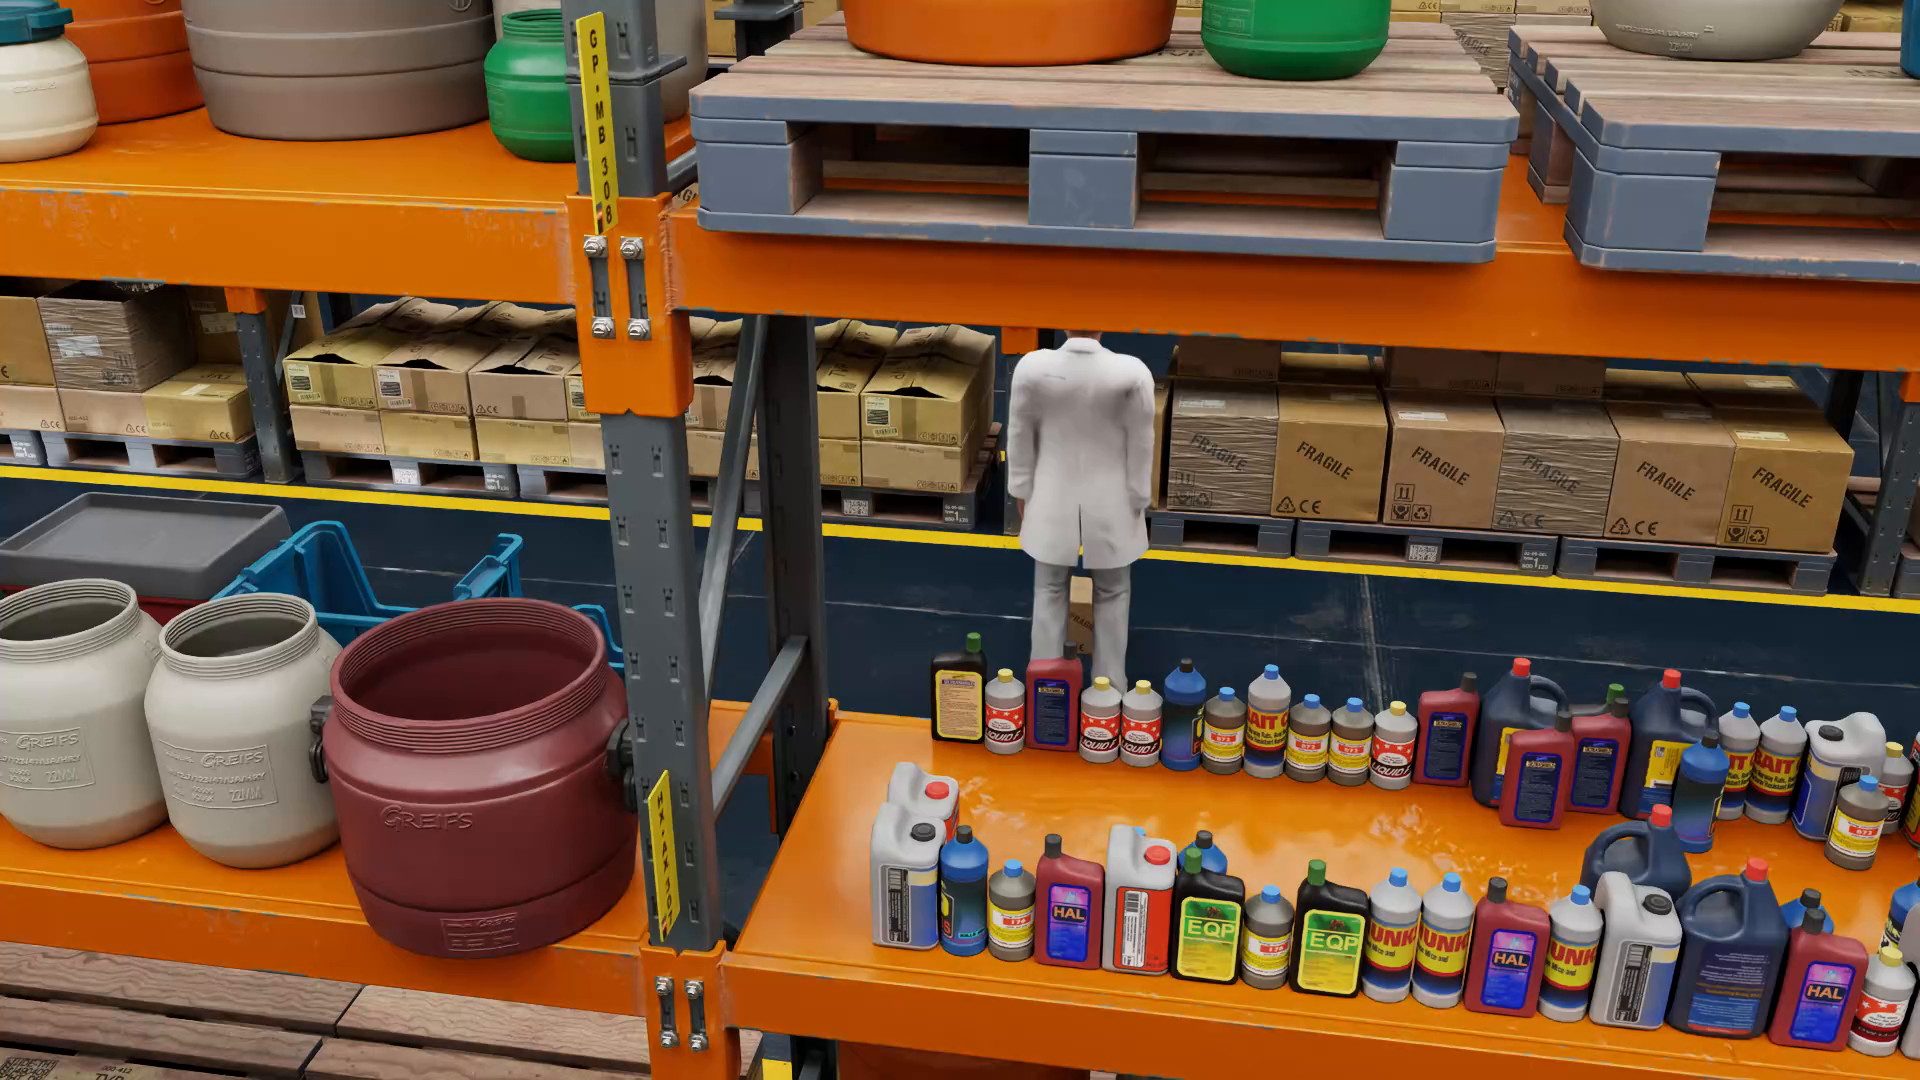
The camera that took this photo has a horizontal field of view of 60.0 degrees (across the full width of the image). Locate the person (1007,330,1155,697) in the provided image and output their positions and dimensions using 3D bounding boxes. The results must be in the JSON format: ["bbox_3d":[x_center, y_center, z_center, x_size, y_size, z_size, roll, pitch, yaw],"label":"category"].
[{"bbox_3d":[0.464,-0.156,6.476,0.562,1.773,0.380,4,25,10],"label":"person"}]
